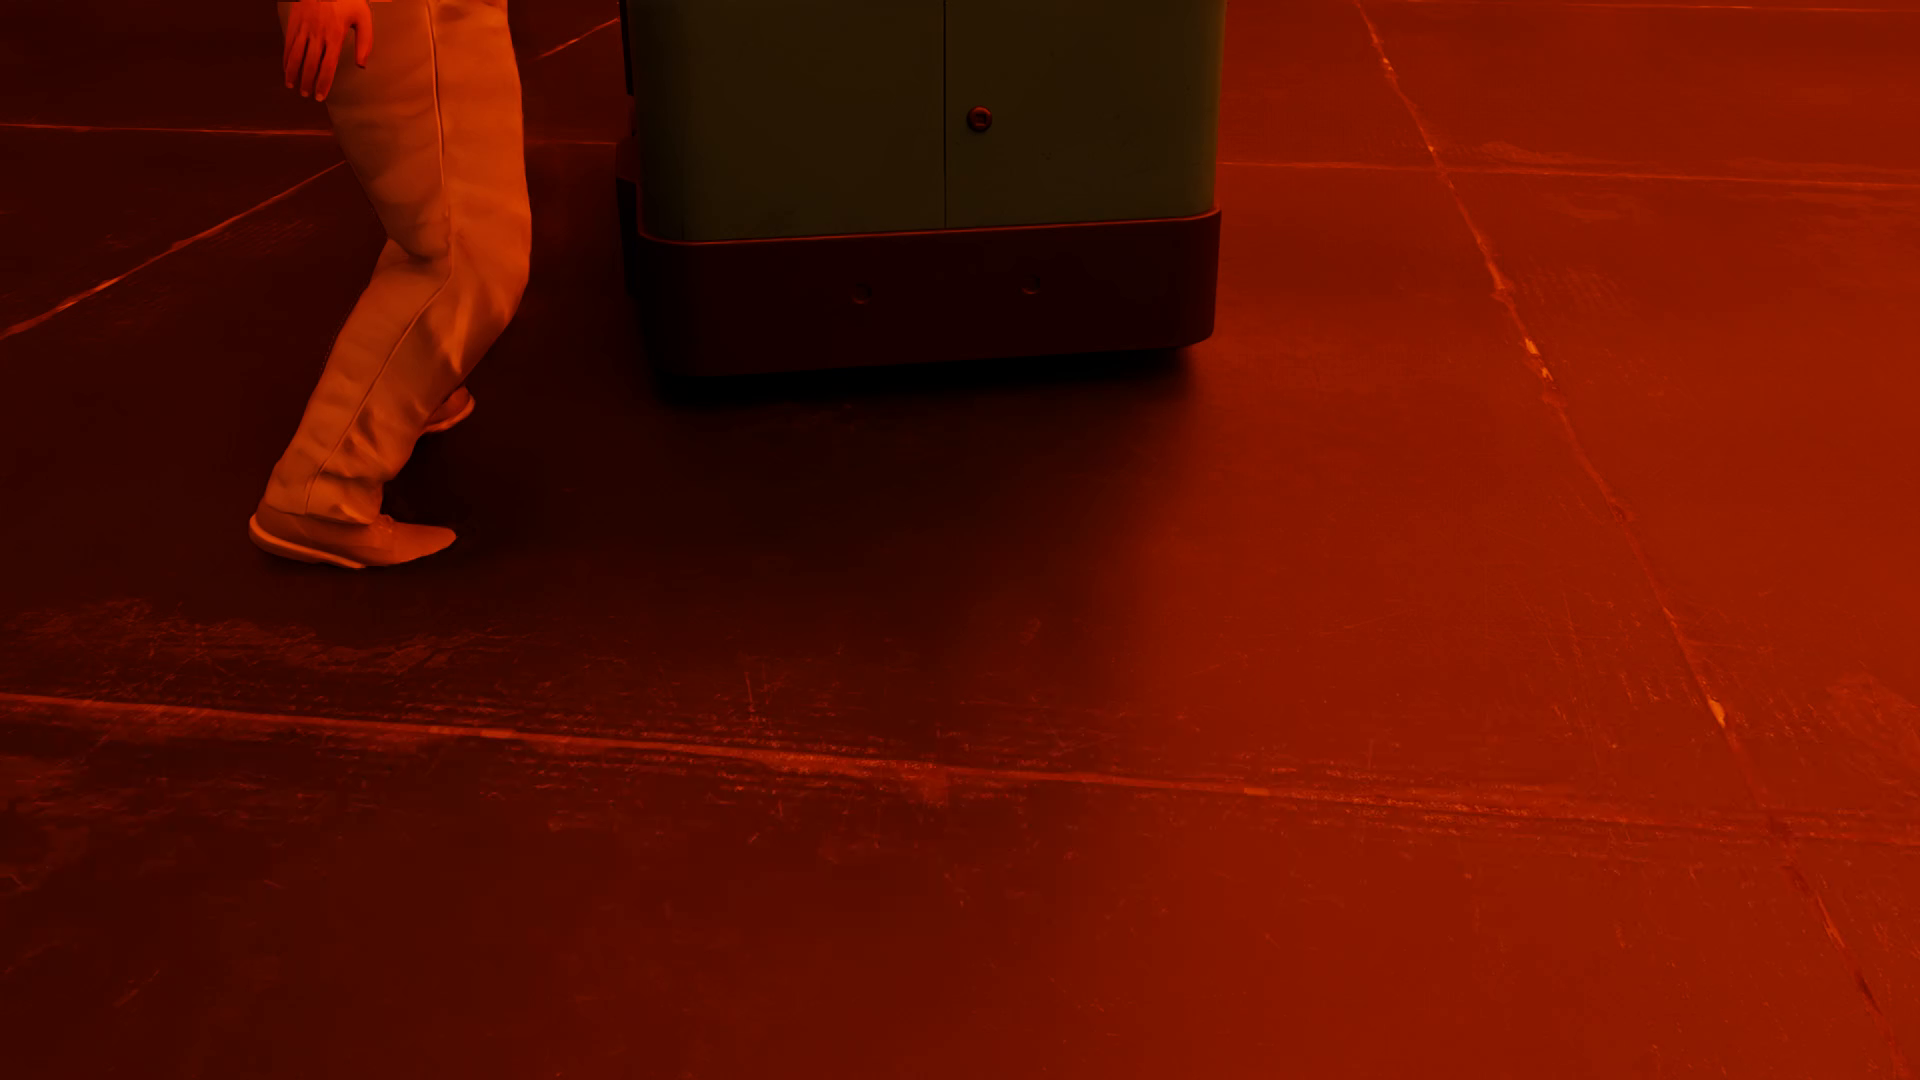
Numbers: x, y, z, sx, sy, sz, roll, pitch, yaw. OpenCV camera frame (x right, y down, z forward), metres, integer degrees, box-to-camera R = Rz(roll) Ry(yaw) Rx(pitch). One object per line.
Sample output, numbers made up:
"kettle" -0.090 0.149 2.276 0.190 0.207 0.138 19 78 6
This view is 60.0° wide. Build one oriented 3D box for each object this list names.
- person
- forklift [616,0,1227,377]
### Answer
"person" -0.837 -0.759 2.284 0.511 1.628 0.841 -9 28 -18
"forklift" -0.292 -2.231 3.688 1.130 2.935 3.031 -5 27 -9
